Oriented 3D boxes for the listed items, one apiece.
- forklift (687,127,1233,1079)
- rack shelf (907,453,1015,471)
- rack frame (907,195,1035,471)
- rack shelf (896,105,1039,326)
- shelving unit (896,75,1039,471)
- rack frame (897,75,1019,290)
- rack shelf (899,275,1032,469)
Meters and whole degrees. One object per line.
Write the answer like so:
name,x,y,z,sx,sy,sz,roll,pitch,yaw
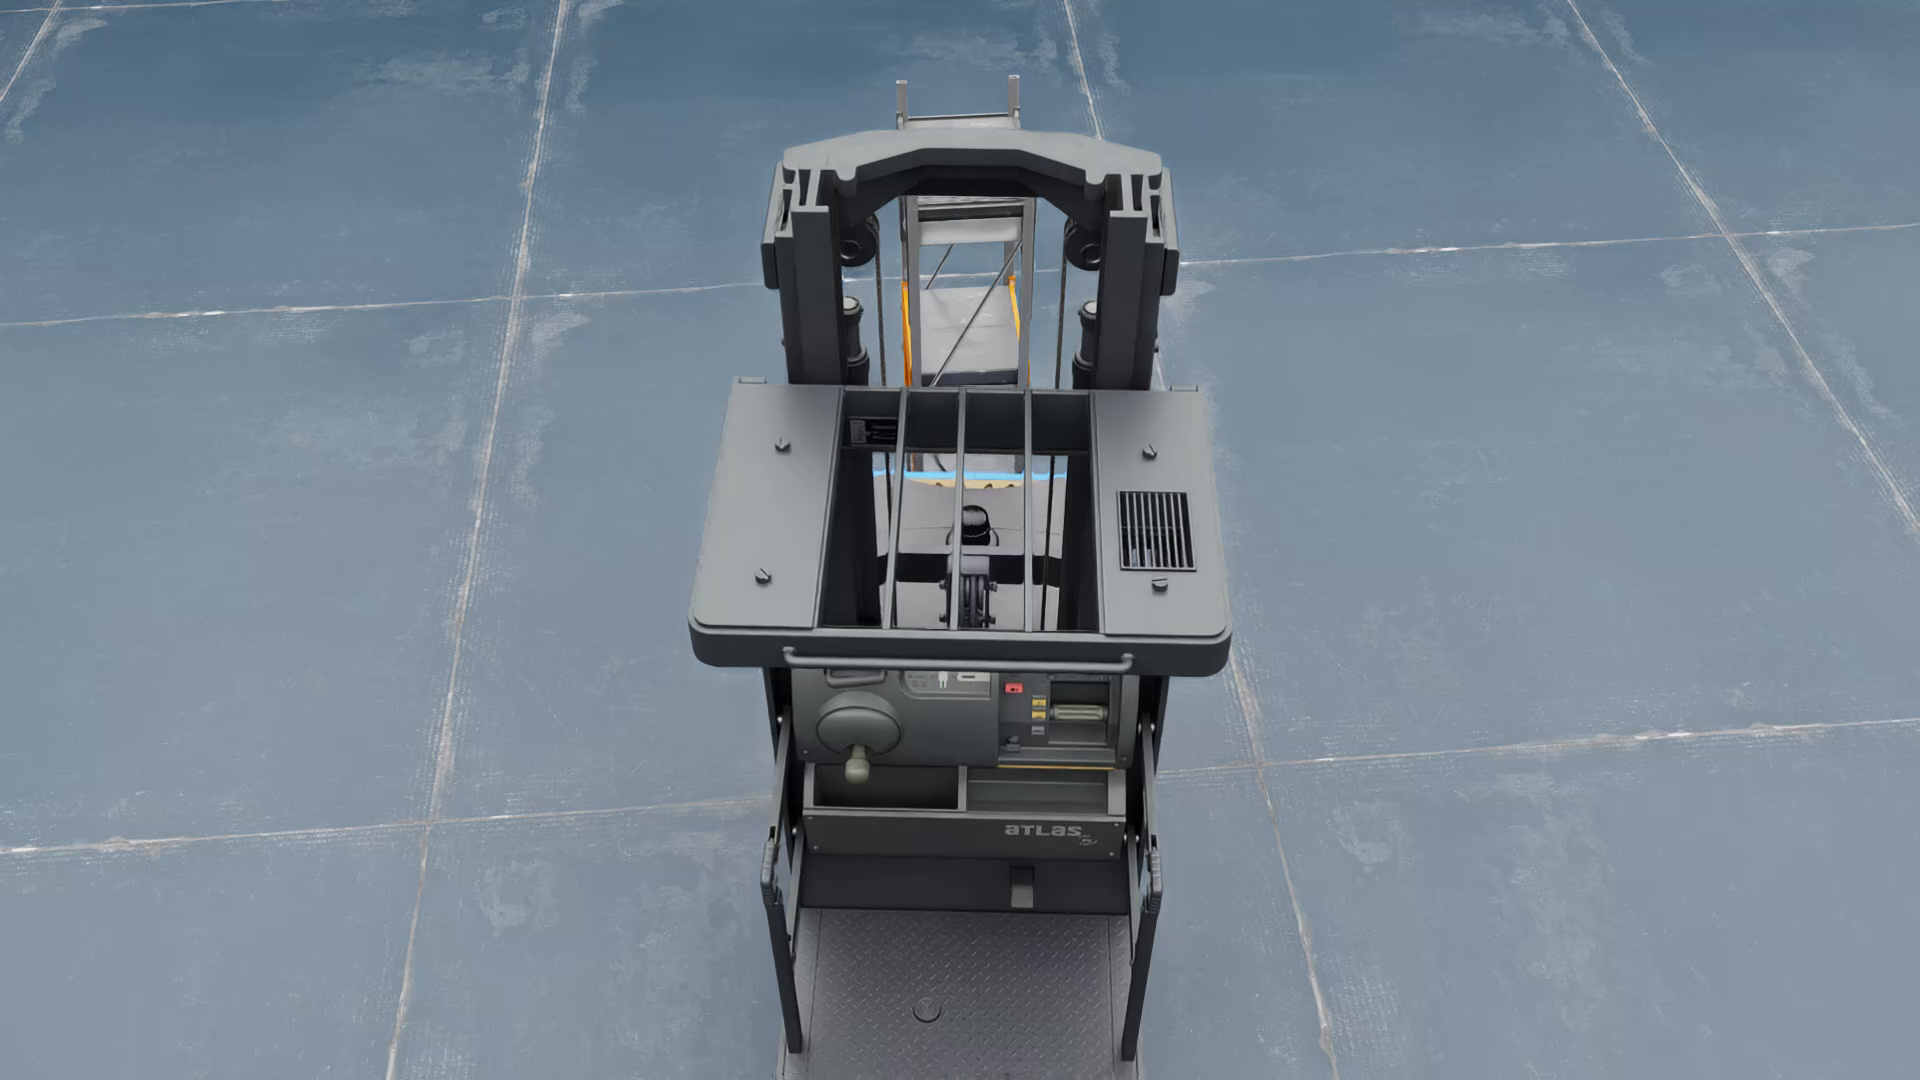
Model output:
forklift,0.010,0.563,4.334,1.130,2.935,3.031,1,47,1
rack shelf,0.014,-0.112,6.529,0.431,0.518,0.480,-3,47,-3
rack frame,0.034,-0.426,5.844,0.400,2.100,0.015,-3,47,-3
rack shelf,0.014,-1.074,5.512,0.431,0.518,0.480,-3,47,-3
shelving unit,0.014,-0.602,6.011,0.431,2.100,0.503,-3,47,-3
rack frame,-0.007,-0.779,6.178,0.400,2.100,0.015,-3,47,-3
rack shelf,0.014,-0.593,6.021,0.431,0.518,0.480,-3,47,-3
